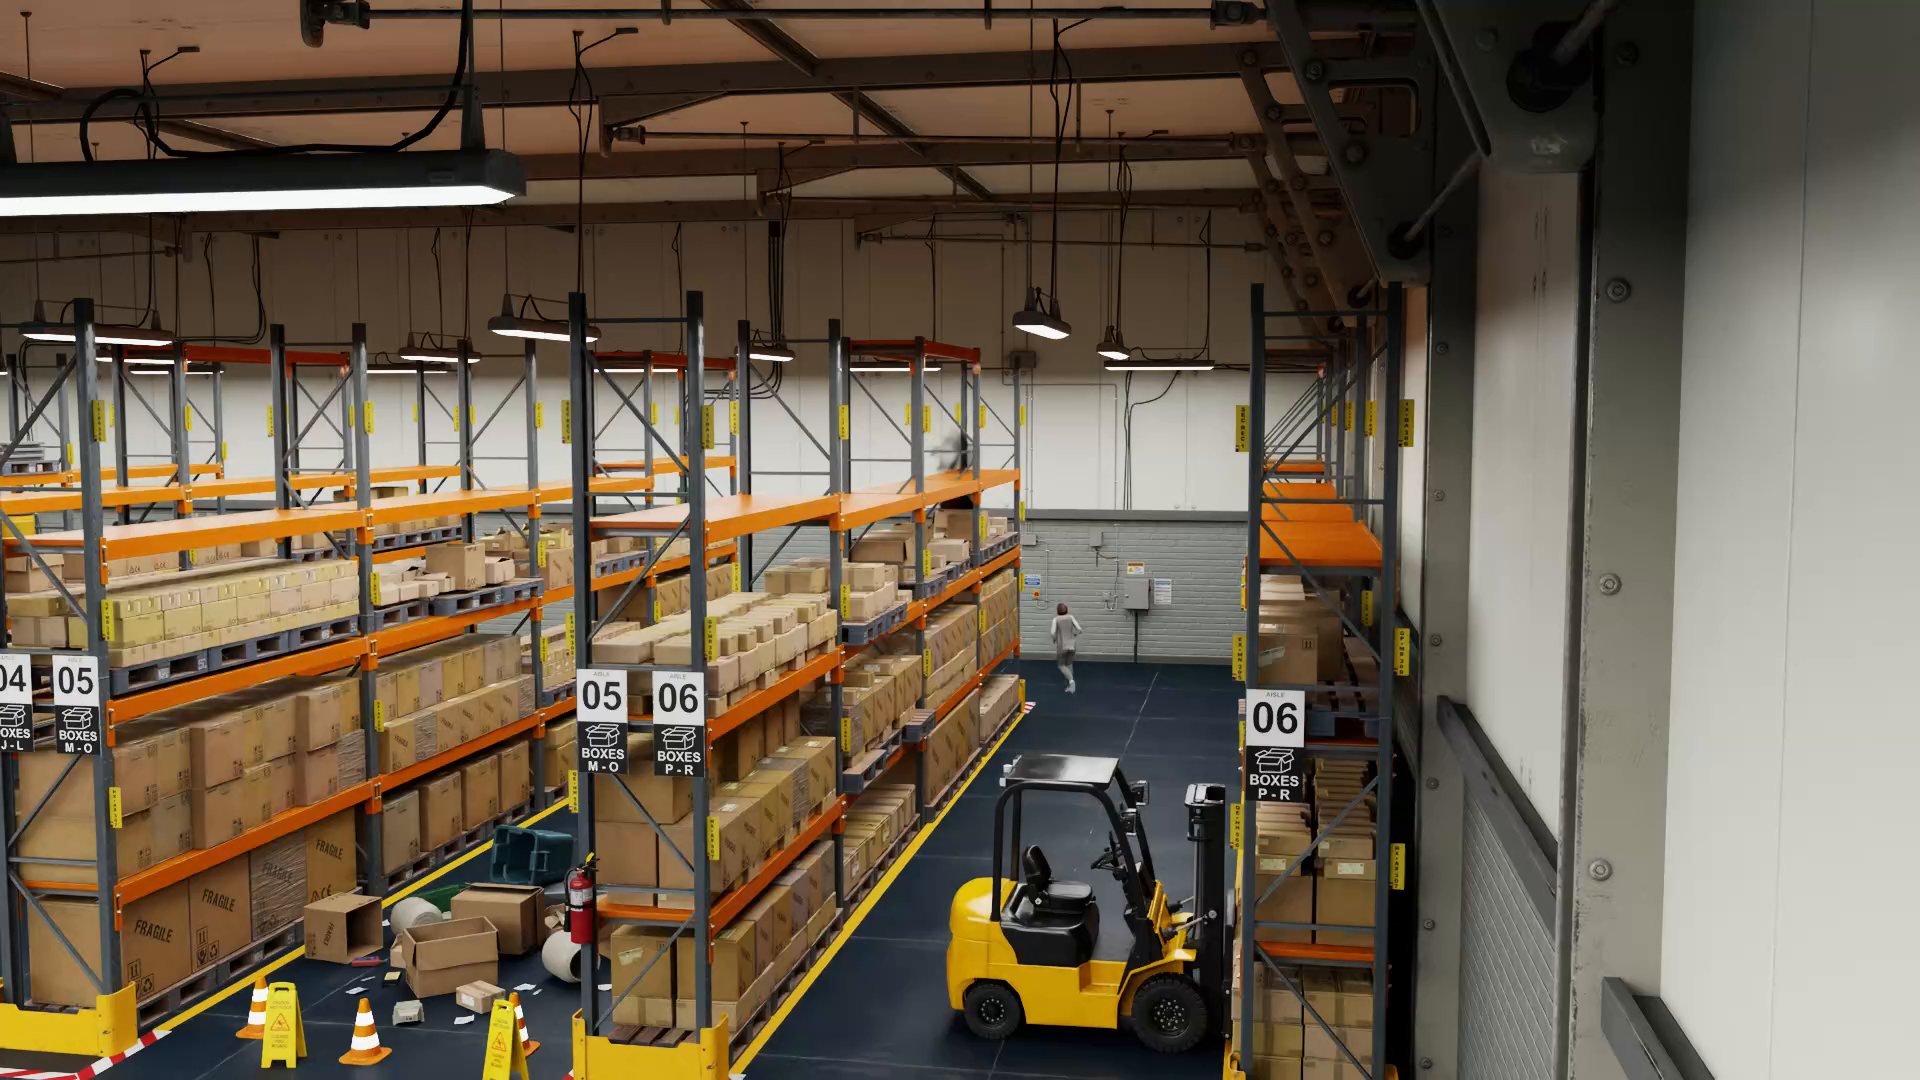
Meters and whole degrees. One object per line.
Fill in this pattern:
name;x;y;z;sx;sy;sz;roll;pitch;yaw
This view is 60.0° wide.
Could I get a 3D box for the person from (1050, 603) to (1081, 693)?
person;1.781;1.839;28.261;0.571;1.557;0.545;-1;5;-15
